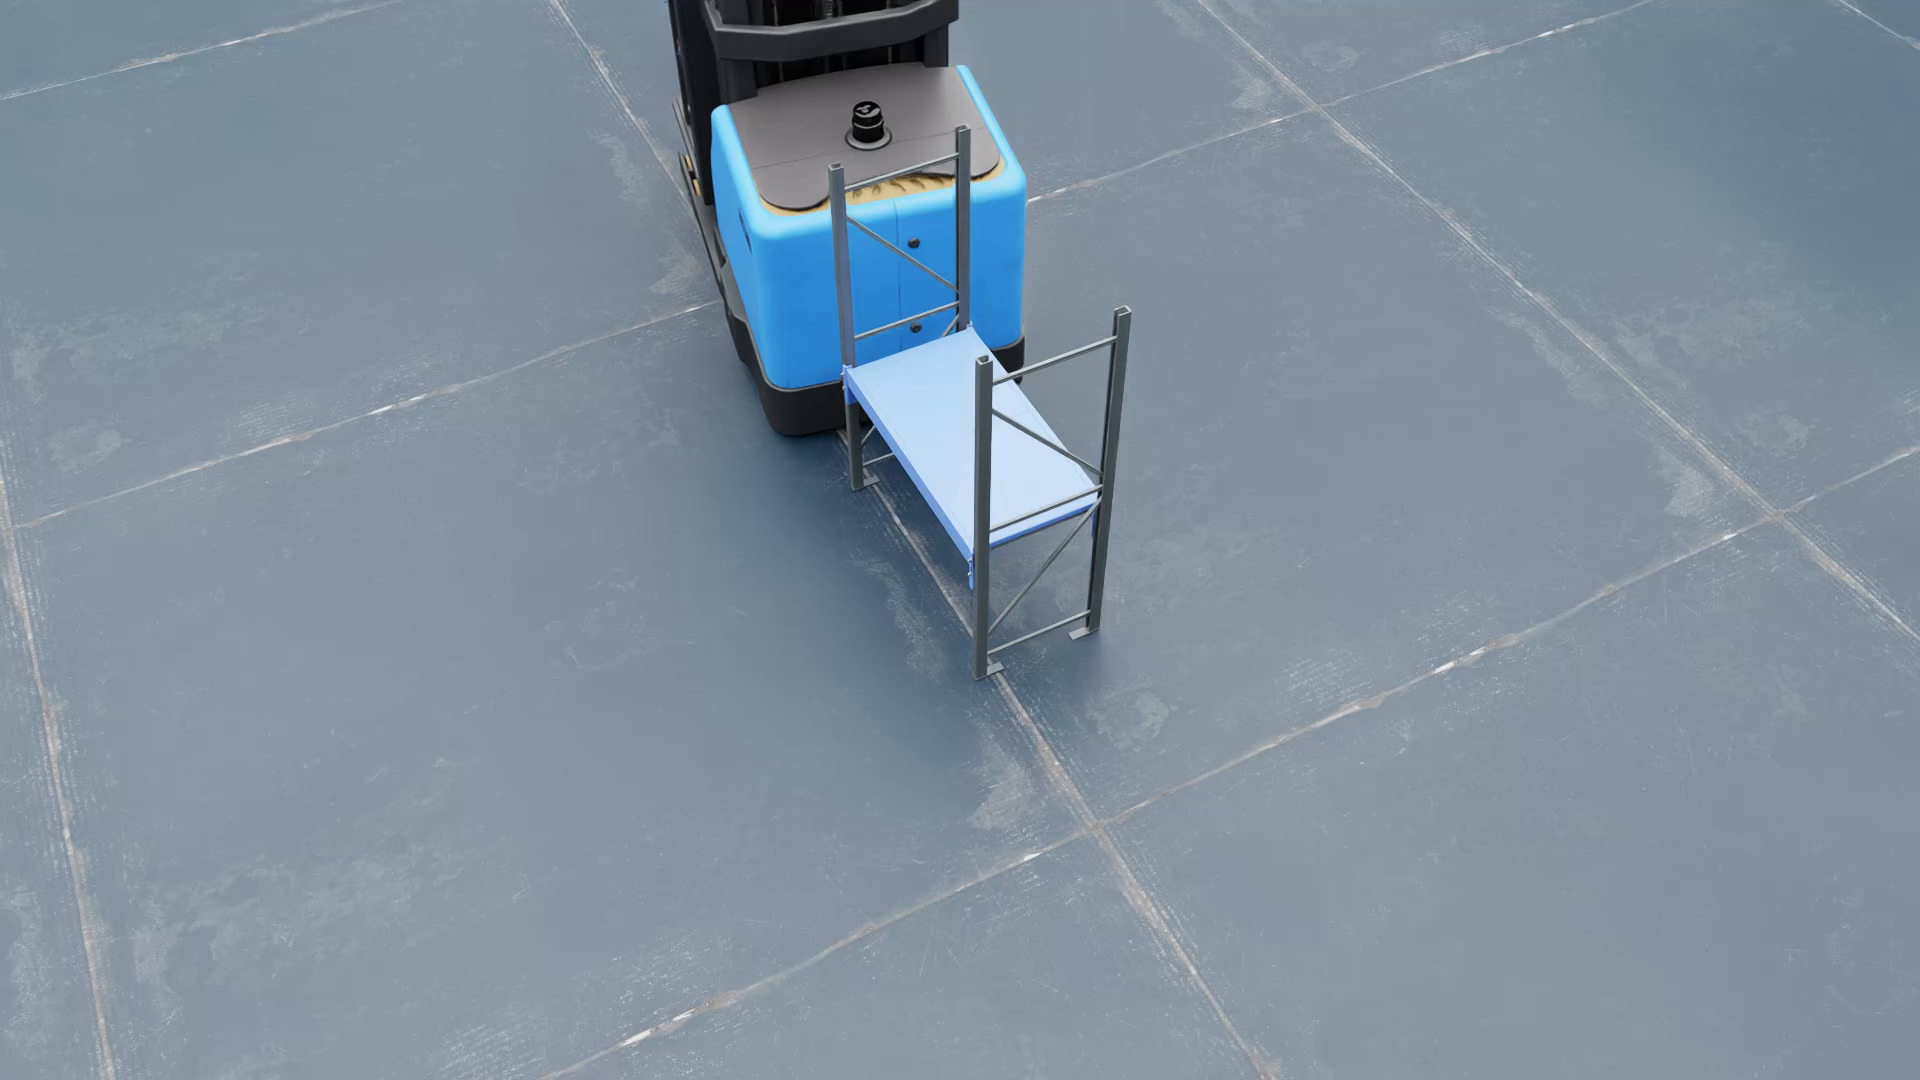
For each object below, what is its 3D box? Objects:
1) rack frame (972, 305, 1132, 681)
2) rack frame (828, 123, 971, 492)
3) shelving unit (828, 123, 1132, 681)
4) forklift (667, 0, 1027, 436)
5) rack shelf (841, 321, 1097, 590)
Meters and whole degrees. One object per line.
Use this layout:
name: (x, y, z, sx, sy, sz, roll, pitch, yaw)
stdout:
rack frame: (0.272, -0.096, 5.338, 0.500, 1.500, 0.032, -21, 52, -18)
rack frame: (-0.194, -0.777, 5.933, 0.500, 1.500, 0.032, -21, 52, -18)
shelving unit: (0.039, -0.437, 5.636, 0.538, 1.500, 1.048, -21, 52, -18)
forklift: (-0.654, -2.511, 6.499, 1.130, 2.935, 3.031, -13, 50, -11)
rack shelf: (0.039, -0.318, 5.771, 0.538, 0.185, 1.000, -21, 52, -18)
